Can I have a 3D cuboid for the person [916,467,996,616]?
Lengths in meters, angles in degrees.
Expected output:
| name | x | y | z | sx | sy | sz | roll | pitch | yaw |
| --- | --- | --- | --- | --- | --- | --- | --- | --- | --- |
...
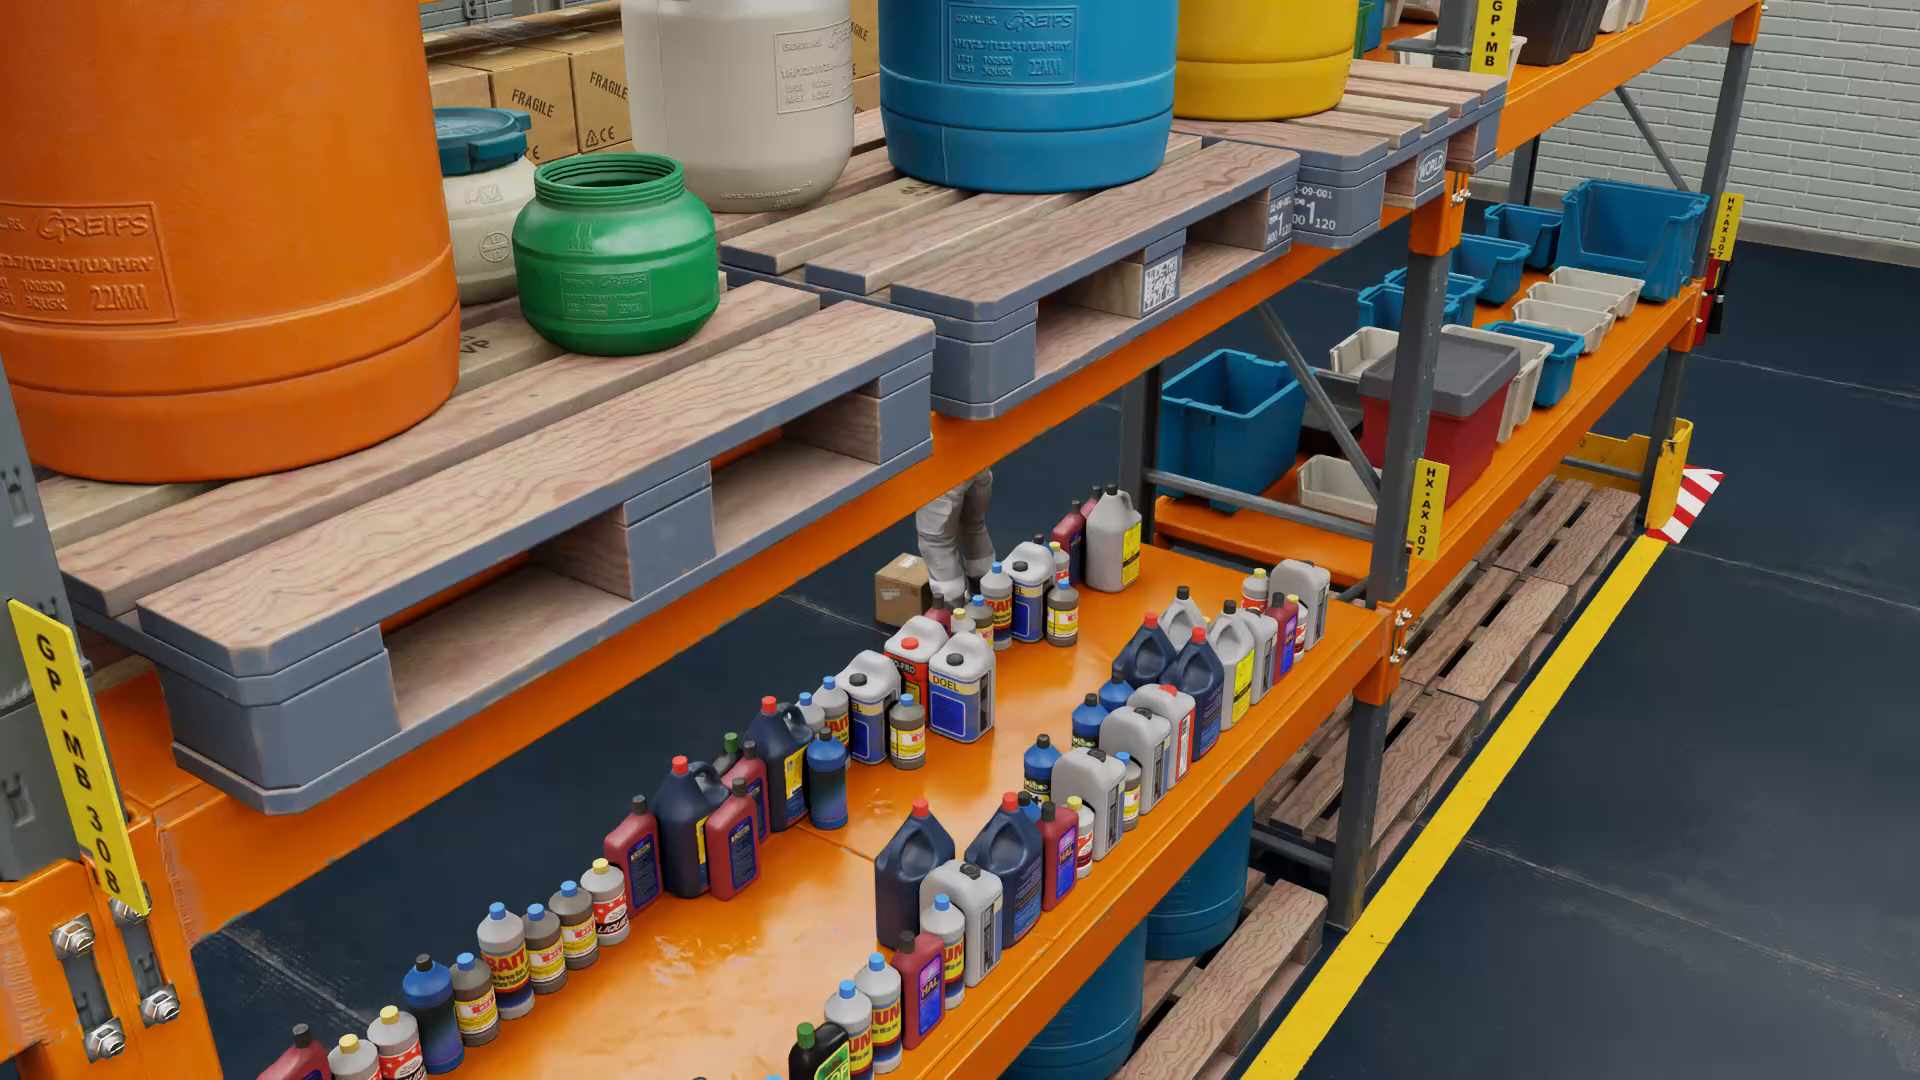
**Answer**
| name | x | y | z | sx | sy | sz | roll | pitch | yaw |
| --- | --- | --- | --- | --- | --- | --- | --- | --- | --- |
| person | -0.045 | -0.372 | 7.338 | 0.447 | 1.780 | 0.623 | 16 | 31 | 28 |
